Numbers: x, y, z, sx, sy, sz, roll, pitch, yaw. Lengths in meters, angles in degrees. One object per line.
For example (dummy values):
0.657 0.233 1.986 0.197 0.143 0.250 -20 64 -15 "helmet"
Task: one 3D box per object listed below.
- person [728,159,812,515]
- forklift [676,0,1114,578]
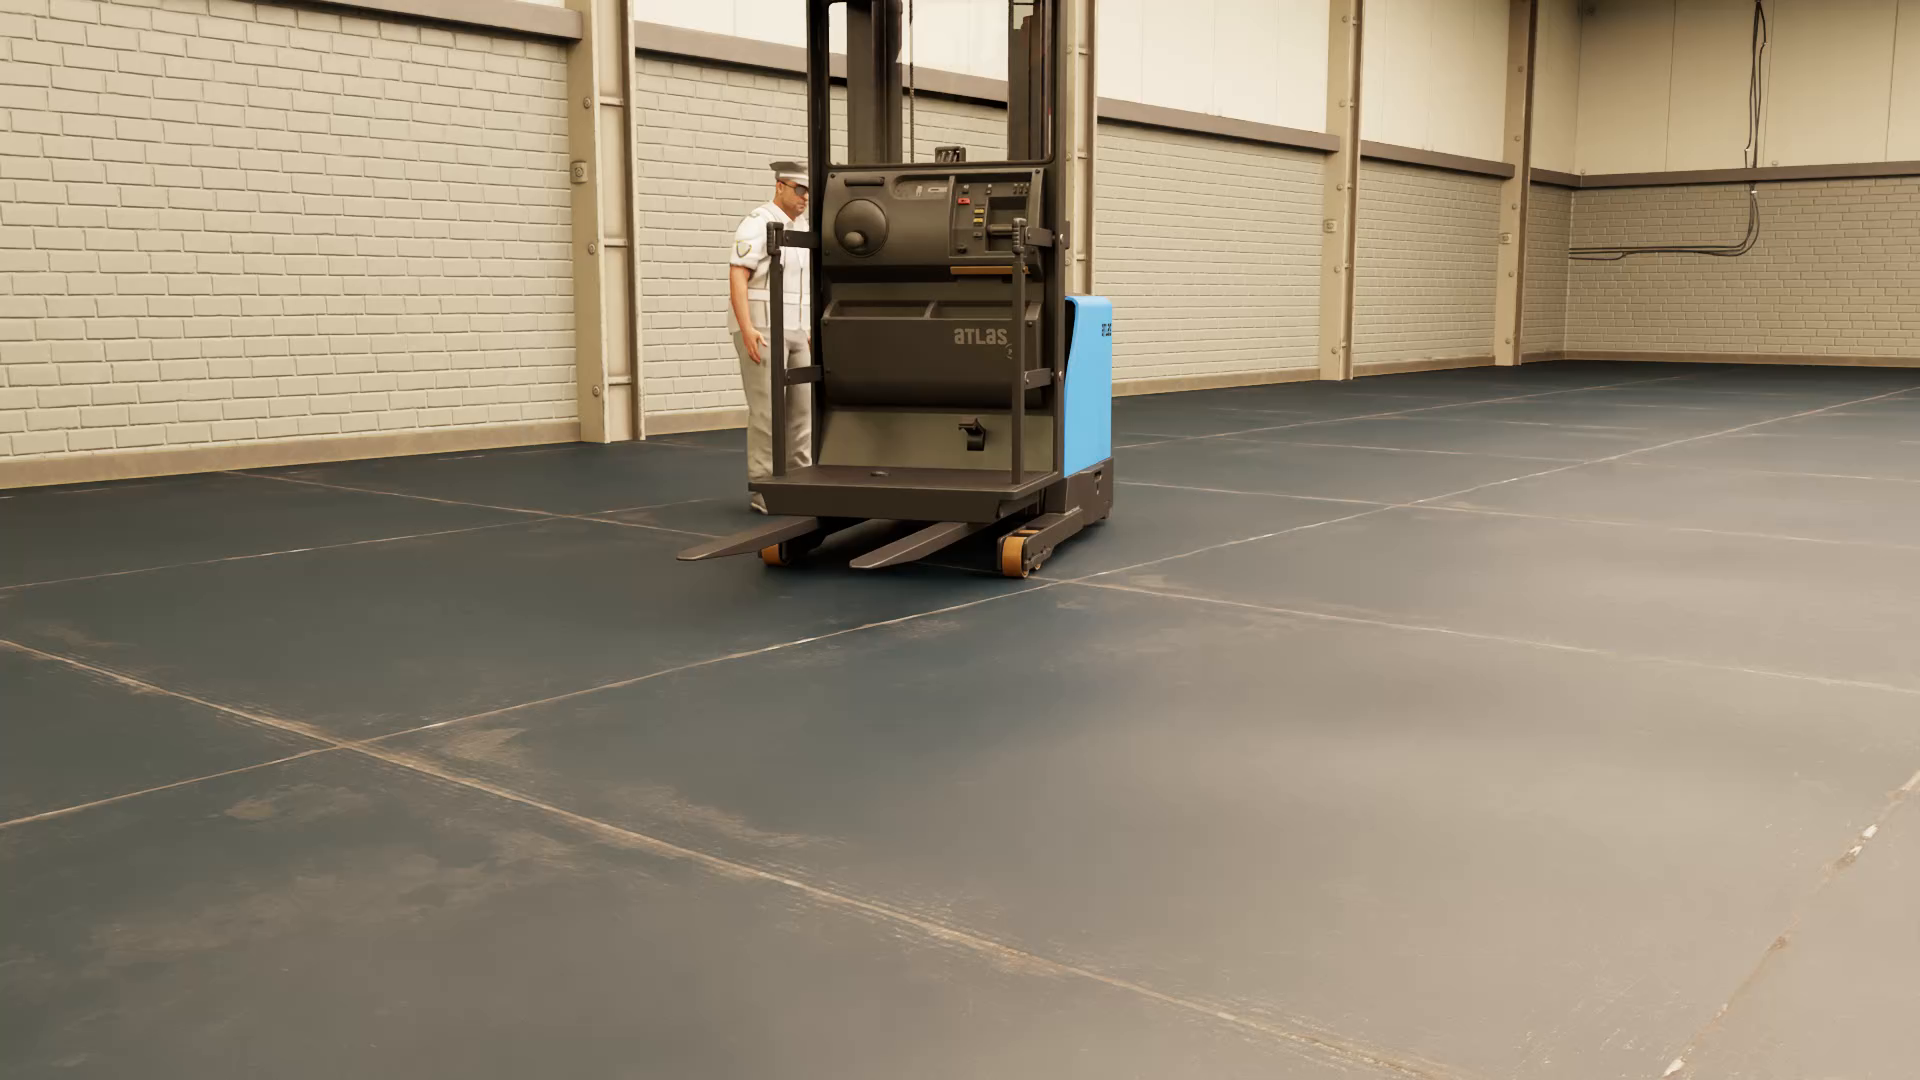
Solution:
-0.907 -1.037 8.462 0.476 1.756 0.674 5 9 29 "person"
-0.176 -1.366 6.616 1.130 2.935 3.031 3 9 17 "forklift"
